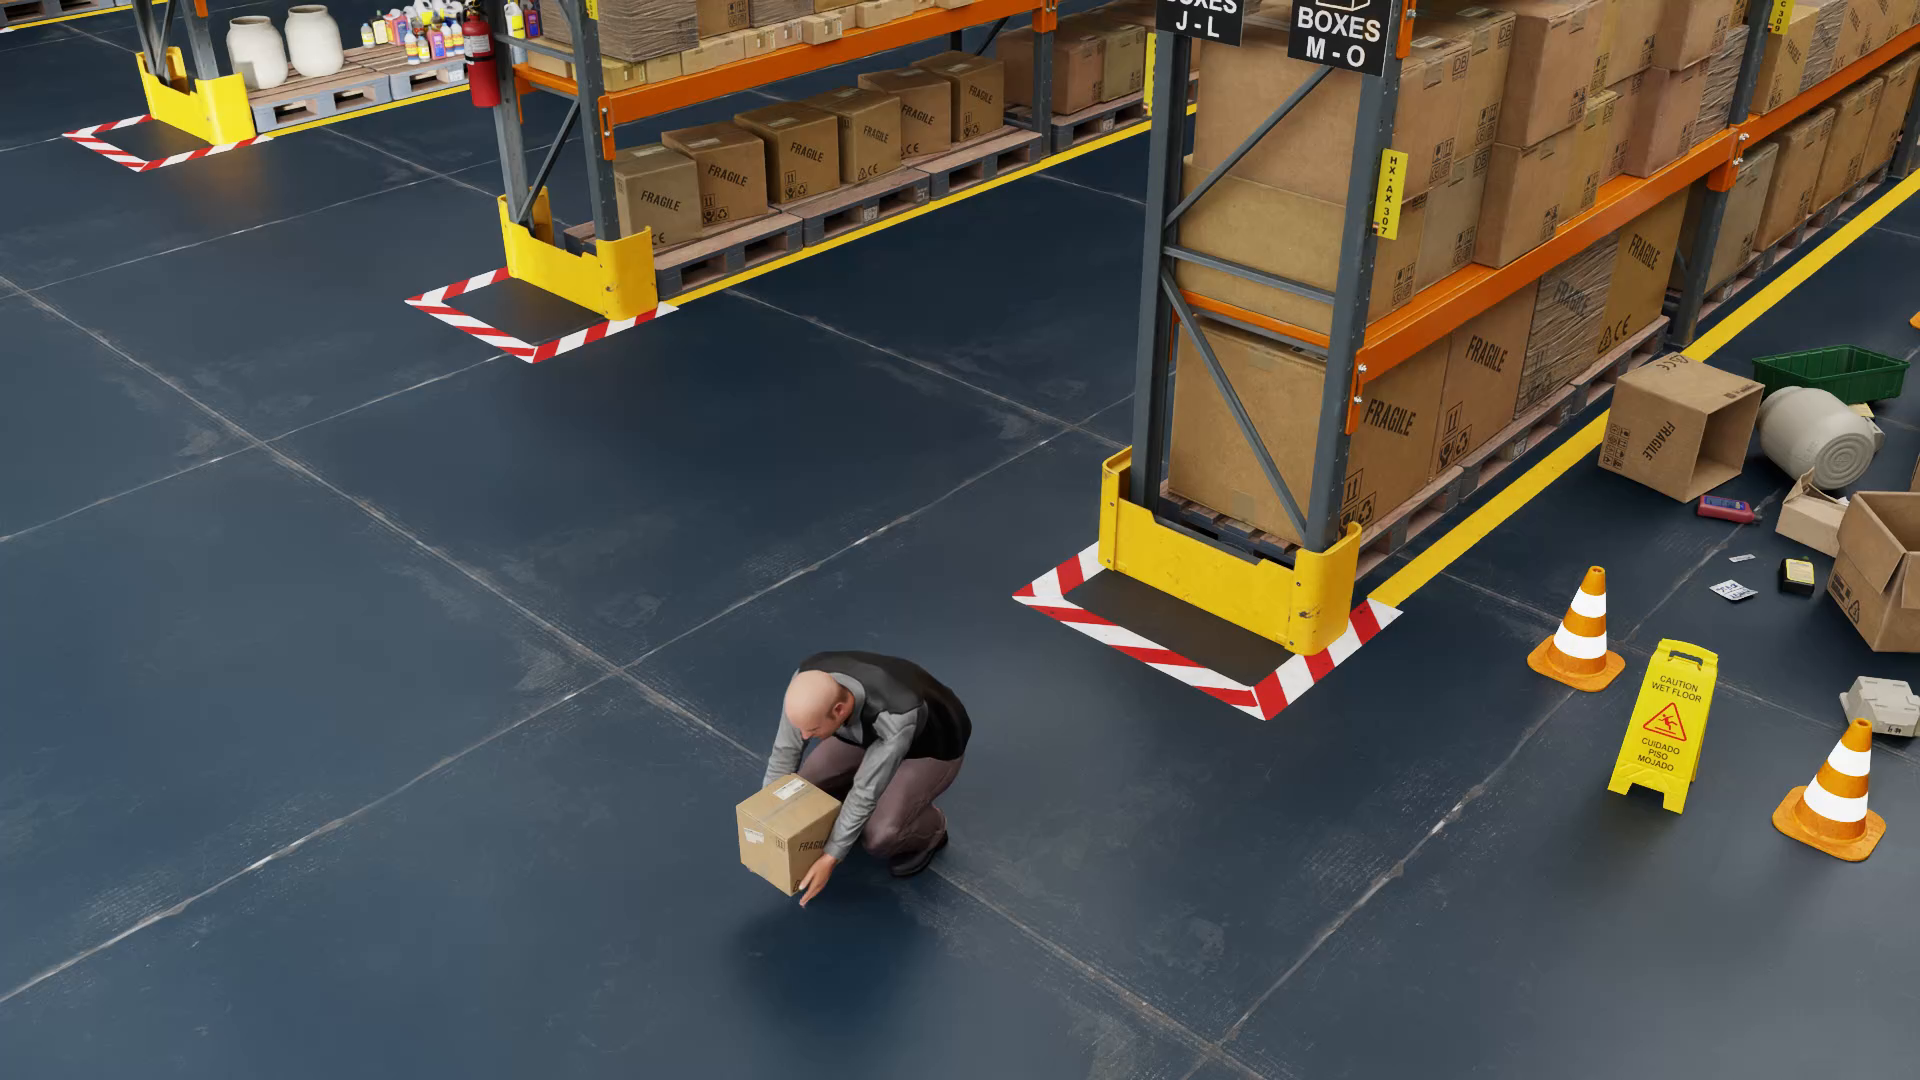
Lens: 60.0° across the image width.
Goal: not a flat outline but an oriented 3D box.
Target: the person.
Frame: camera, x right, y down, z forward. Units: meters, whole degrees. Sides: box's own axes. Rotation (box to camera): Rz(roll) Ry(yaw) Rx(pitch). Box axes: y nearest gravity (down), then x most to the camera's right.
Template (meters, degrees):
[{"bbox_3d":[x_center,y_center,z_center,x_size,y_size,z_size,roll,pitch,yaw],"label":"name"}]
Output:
[{"bbox_3d":[-0.335,0.727,5.692,0.525,0.974,0.869,25,39,35],"label":"person"}]
